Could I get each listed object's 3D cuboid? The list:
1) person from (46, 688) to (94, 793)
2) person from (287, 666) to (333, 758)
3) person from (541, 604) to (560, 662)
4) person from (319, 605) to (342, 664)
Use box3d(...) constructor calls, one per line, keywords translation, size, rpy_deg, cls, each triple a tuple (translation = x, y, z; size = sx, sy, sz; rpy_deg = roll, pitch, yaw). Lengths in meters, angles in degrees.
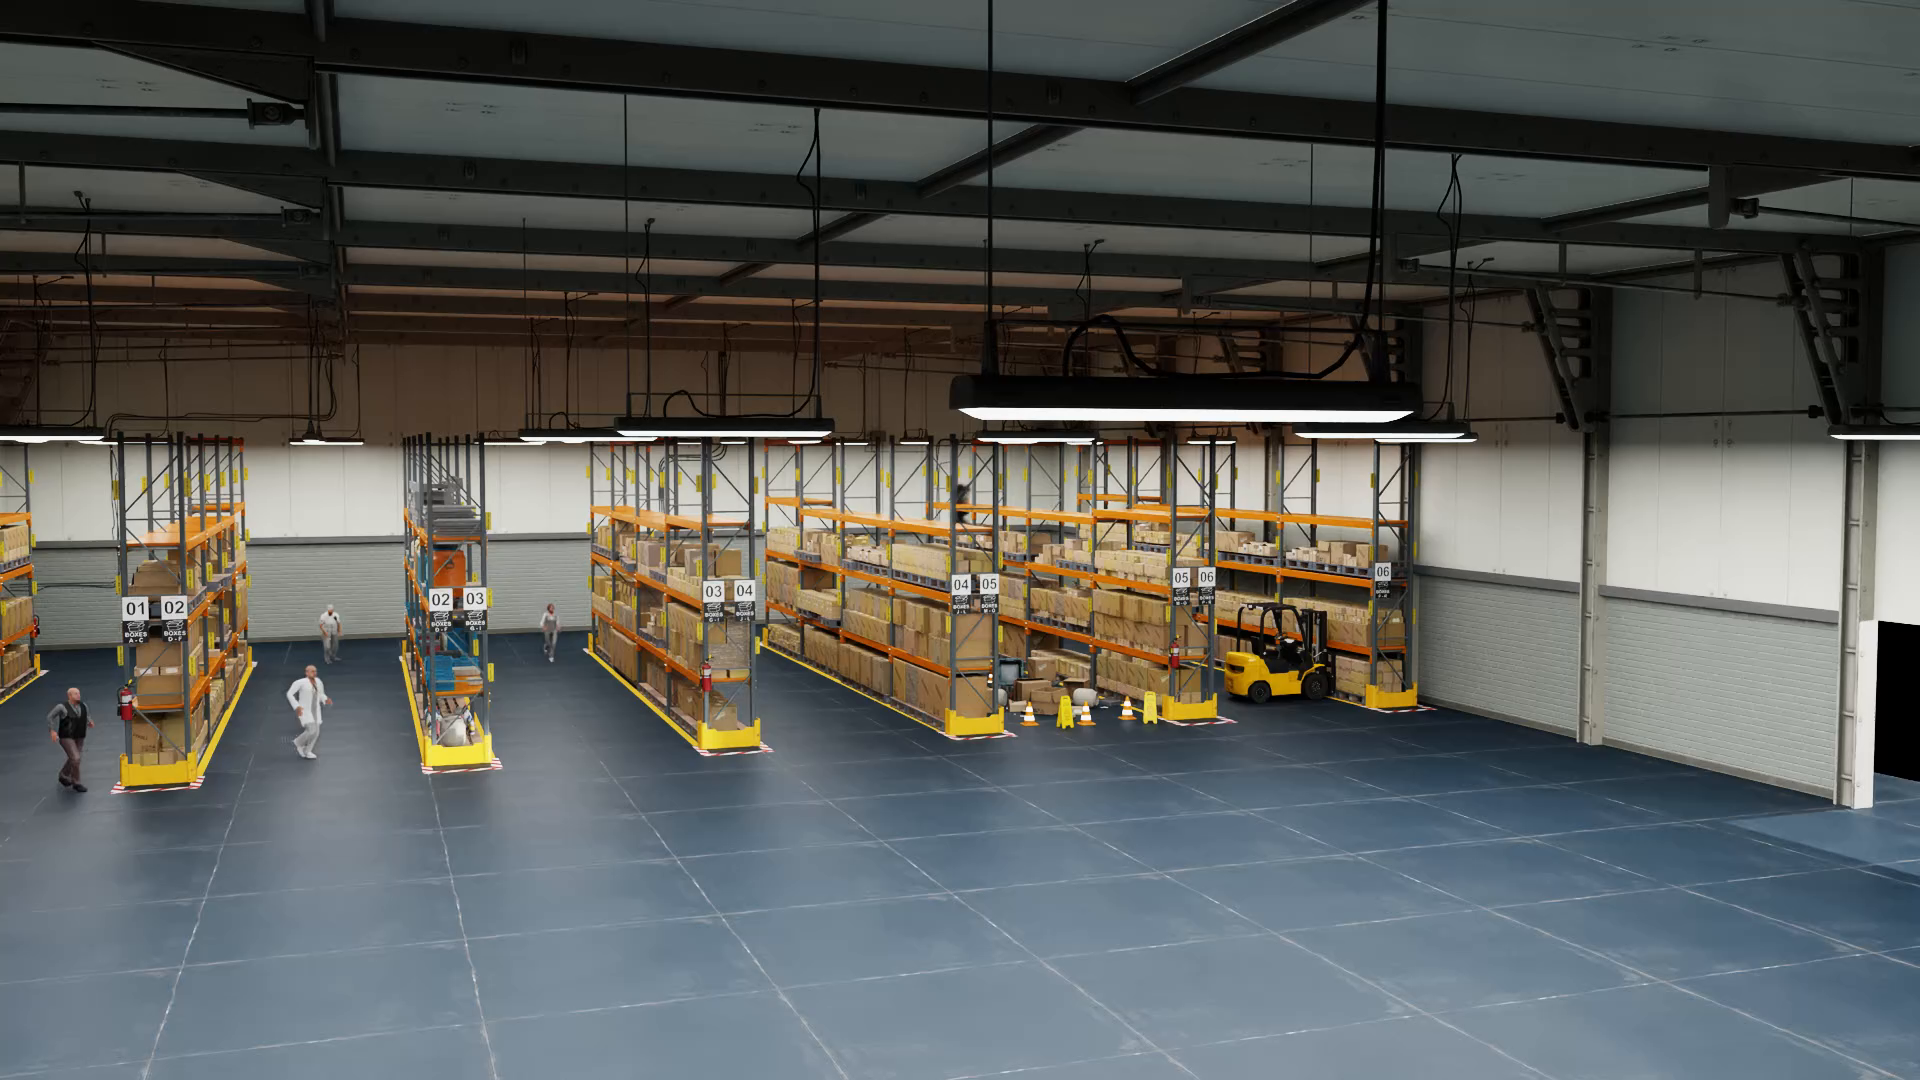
box3d(translation=(-14.821, 3.316, 27.734), size=(0.825, 1.719, 0.673), rpy_deg=(1, 3, 25), cls="person")
box3d(translation=(-11.959, 3.165, 30.570), size=(0.728, 1.721, 0.719), rpy_deg=(2, 4, 33), cls="person")
box3d(translation=(-11.019, 2.481, 44.709), size=(0.516, 1.559, 0.619), rpy_deg=(-2, 4, -26), cls="person")
box3d(translation=(-16.770, 2.496, 44.260), size=(0.595, 1.605, 0.802), rpy_deg=(-3, 4, -39), cls="person")
